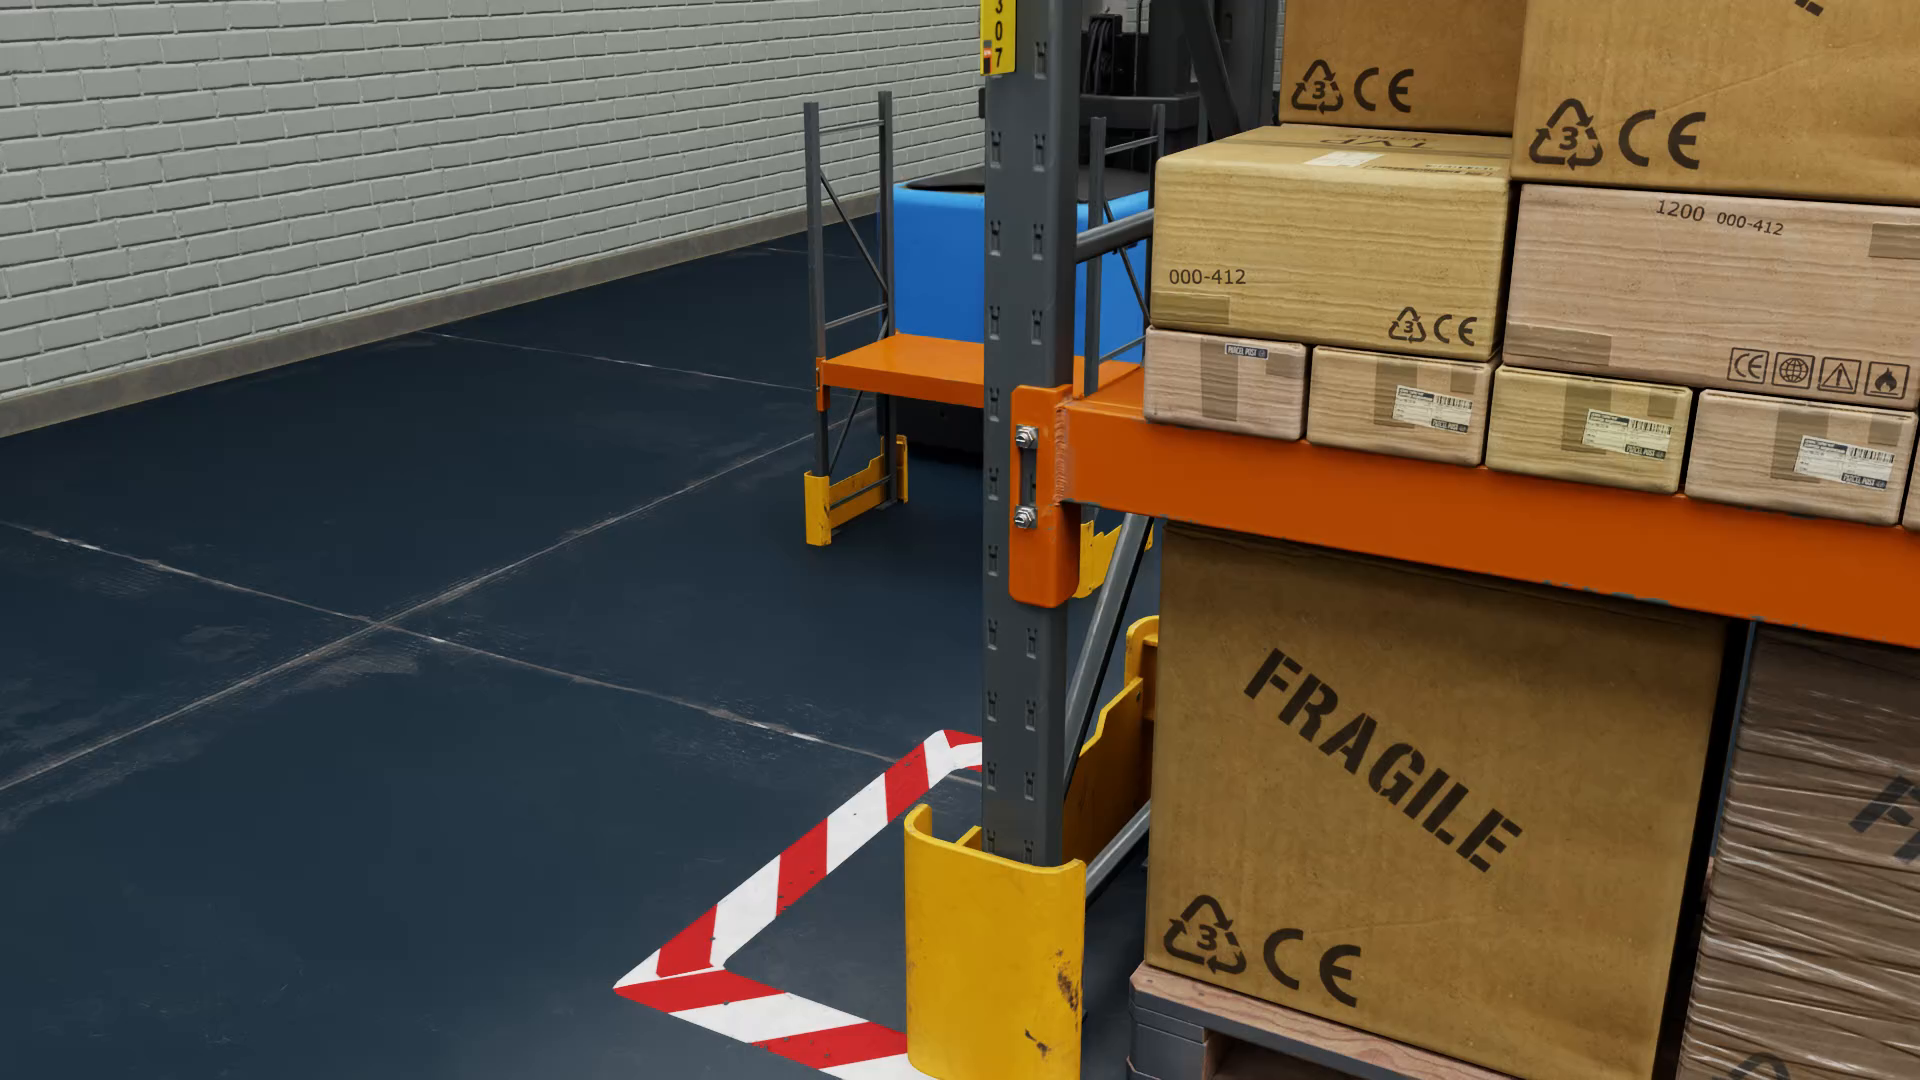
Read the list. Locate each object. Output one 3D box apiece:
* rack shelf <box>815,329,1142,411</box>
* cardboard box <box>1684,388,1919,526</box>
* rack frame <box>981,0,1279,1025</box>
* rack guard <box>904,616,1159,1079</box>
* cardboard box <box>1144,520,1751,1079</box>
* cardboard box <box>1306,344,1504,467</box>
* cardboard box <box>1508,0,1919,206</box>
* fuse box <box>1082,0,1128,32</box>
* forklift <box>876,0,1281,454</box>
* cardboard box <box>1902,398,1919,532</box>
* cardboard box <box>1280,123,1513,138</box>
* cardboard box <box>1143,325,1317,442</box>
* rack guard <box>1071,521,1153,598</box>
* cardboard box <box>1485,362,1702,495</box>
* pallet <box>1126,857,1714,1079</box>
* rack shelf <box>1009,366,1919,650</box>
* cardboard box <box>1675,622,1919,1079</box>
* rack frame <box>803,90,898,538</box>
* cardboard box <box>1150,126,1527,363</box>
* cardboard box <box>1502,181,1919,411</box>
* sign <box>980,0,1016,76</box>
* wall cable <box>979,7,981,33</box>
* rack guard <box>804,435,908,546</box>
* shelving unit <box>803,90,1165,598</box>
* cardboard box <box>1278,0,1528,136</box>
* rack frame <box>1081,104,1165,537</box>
[{"bbox_3d":[0.074,-0.522,5.632,1.000,0.185,0.538,11,23,27],"label":"rack shelf"},{"bbox_3d":[1.158,-0.161,2.278,0.250,0.149,0.380,10,22,26],"label":"cardboard box"},{"bbox_3d":[0.332,-0.564,3.021,0.127,3.000,1.000,11,23,27],"label":"rack frame"},{"bbox_3d":[0.311,0.607,3.458,0.348,0.500,1.175,11,23,27],"label":"rack guard"},{"bbox_3d":[0.930,0.320,3.084,0.875,0.875,0.875,11,23,27],"label":"cardboard box"},{"bbox_3d":[0.706,-0.246,2.514,0.250,0.149,0.380,10,22,27],"label":"cardboard box"},{"bbox_3d":[1.056,-0.742,2.197,0.500,0.500,0.500,10,22,26],"label":"cardboard box"},{"bbox_3d":[1.383,-4.440,15.597,0.414,1.711,0.539,11,23,27],"label":"fuse box"},{"bbox_3d":[0.852,-2.096,7.345,1.130,2.935,3.031,12,23,29],"label":"forklift"},{"bbox_3d":[1.379,-0.118,2.161,0.250,0.149,0.380,10,22,26],"label":"cardboard box"},{"bbox_3d":[0.884,-0.632,2.992,0.500,0.250,0.500,10,22,26],"label":"cardboard box"},{"bbox_3d":[0.481,-0.289,2.630,0.250,0.149,0.380,11,23,28],"label":"cardboard box"},{"bbox_3d":[0.501,-0.022,5.559,0.087,0.250,0.587,11,23,27],"label":"rack guard"},{"bbox_3d":[0.929,-0.204,2.397,0.250,0.149,0.380,10,22,26],"label":"cardboard box"},{"bbox_3d":[1.068,0.857,3.194,1.213,0.211,1.003,11,23,27],"label":"pallet"},{"bbox_3d":[2.078,0.107,2.227,4.000,0.370,1.077,11,23,27],"label":"rack shelf"},{"bbox_3d":[1.724,0.471,2.667,0.875,0.875,0.875,11,23,27],"label":"cardboard box"},{"bbox_3d":[-0.369,-0.775,5.803,0.032,1.500,0.500,11,23,27],"label":"rack frame"},{"bbox_3d":[0.619,-0.473,2.554,0.500,0.250,0.500,10,22,26],"label":"cardboard box"},{"bbox_3d":[1.076,-0.389,2.321,0.500,0.250,0.500,10,22,27],"label":"cardboard box"},{"bbox_3d":[0.056,-0.844,2.407,0.005,0.325,0.100,11,23,27],"label":"sign"},{"bbox_3d":[0.231,-4.937,13.541,0.123,1.953,0.585,11,23,27],"label":"wall cable"},{"bbox_3d":[-0.368,-0.188,6.016,0.087,0.250,0.587,11,23,27],"label":"rack guard"},{"bbox_3d":[0.067,-0.692,5.574,1.083,1.500,0.587,11,23,27],"label":"shelving unit"},{"bbox_3d":[0.885,-0.983,2.860,0.500,0.500,0.500,11,23,28],"label":"cardboard box"},{"bbox_3d":[0.518,-0.606,5.337,0.032,1.500,0.500,11,23,27],"label":"rack frame"}]
